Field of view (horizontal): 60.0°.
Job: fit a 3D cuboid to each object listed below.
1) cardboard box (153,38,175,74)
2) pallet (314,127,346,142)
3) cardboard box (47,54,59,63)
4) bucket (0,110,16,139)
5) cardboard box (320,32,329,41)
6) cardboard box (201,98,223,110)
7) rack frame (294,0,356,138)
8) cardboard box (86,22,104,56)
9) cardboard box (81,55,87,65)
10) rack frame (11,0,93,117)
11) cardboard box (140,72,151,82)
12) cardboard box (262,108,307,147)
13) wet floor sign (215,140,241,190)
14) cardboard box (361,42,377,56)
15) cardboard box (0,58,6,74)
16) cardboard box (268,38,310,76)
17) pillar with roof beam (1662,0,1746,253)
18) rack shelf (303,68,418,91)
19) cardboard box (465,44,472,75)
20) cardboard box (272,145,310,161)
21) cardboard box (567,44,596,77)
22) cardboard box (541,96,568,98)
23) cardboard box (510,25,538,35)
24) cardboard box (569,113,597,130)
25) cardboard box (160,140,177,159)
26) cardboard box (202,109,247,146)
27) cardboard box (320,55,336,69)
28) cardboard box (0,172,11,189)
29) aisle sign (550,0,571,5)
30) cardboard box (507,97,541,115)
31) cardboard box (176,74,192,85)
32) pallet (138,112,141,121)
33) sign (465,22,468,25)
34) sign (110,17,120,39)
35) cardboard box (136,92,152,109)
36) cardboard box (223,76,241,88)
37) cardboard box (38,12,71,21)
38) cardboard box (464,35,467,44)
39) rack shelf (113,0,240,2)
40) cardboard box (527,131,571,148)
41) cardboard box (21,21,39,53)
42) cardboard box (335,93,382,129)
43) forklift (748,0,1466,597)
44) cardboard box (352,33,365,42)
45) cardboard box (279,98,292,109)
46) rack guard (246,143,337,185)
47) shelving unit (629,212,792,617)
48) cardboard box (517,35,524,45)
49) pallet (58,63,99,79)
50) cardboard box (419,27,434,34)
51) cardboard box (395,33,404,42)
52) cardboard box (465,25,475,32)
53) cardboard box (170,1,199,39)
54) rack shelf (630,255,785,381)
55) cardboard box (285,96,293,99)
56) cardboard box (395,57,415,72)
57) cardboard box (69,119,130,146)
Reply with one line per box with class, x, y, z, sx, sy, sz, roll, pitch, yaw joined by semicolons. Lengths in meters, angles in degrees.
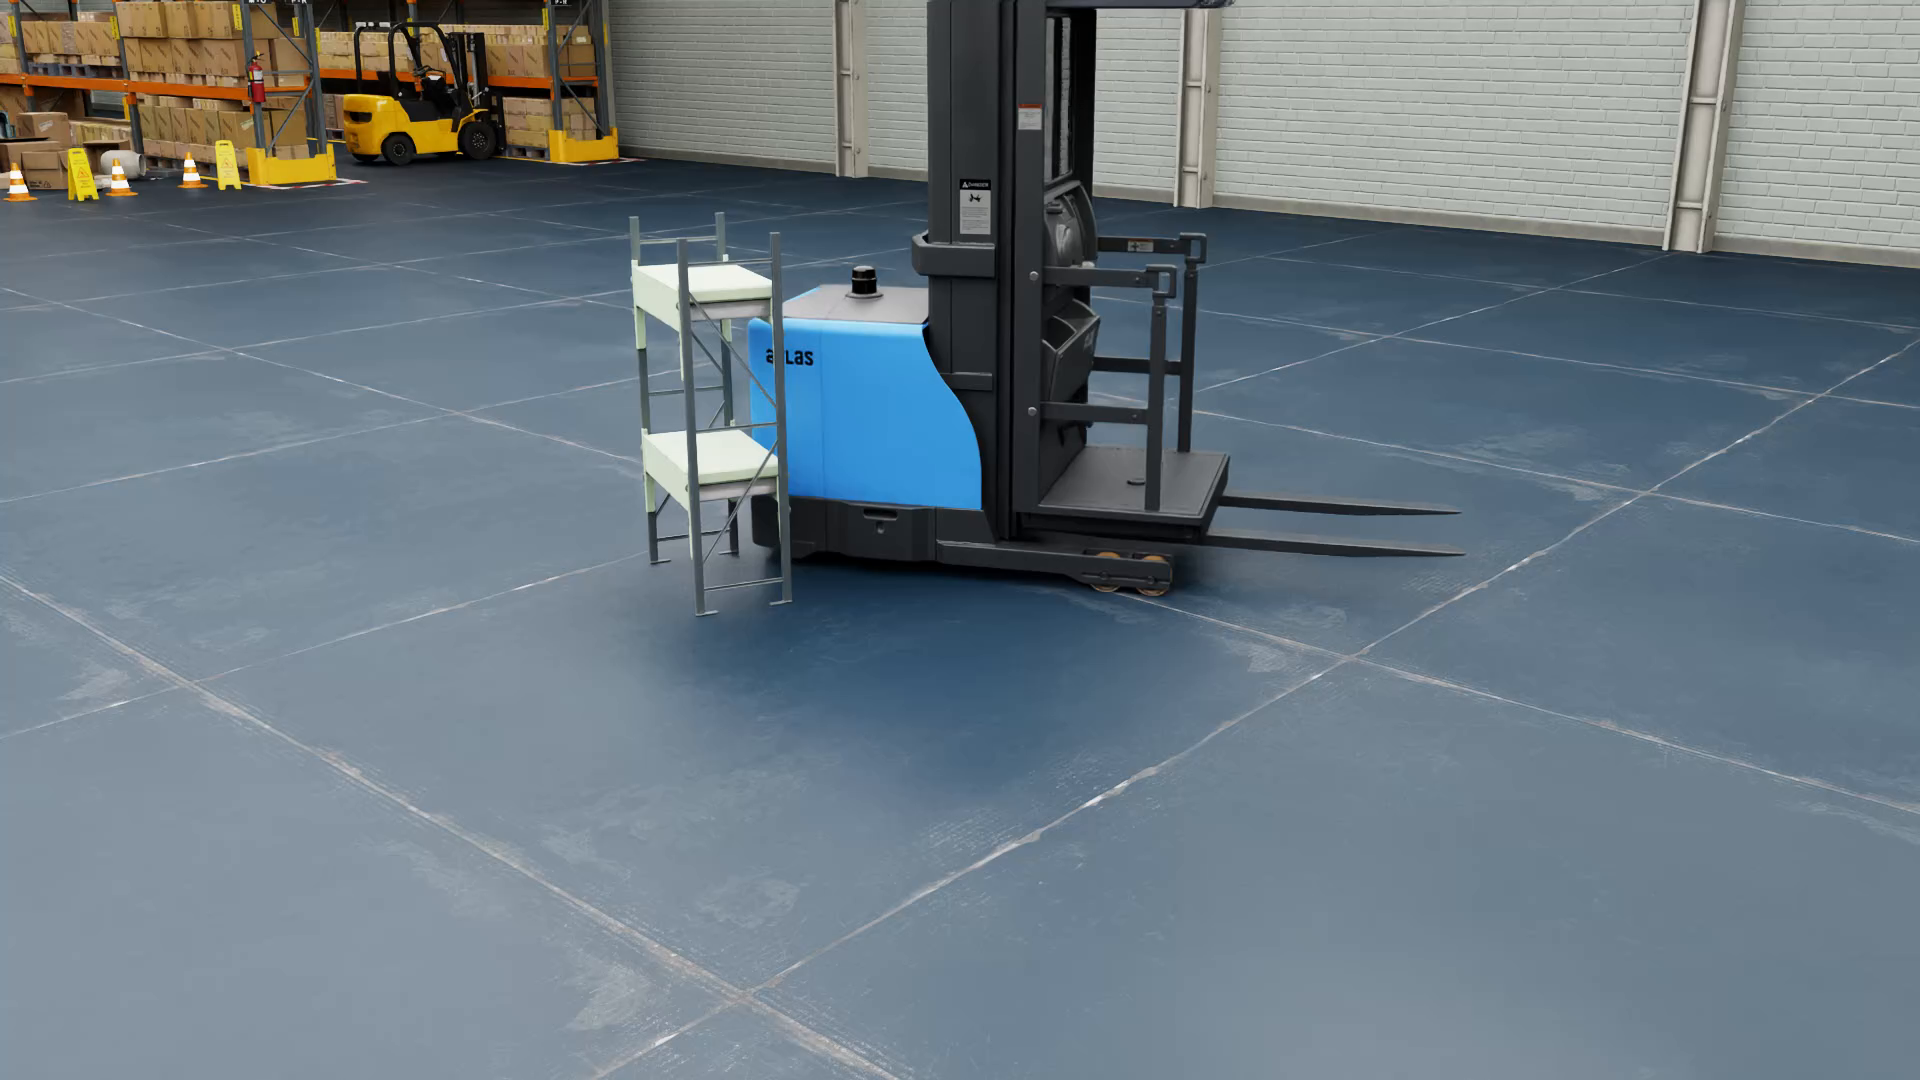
cardboard box;-11.529;-7.167;24.580;0.500;0.500;0.500;15;23;39
pallet;-11.541;-7.752;31.690;1.213;0.211;1.003;15;23;39
cardboard box;-14.748;-7.915;27.315;0.250;0.149;0.380;15;23;40
bucket;-14.009;-5.847;23.975;0.726;0.611;0.620;-9;10;-27
cardboard box;-11.678;-9.383;30.980;0.250;0.149;0.380;16;24;41
cardboard box;-10.717;-6.293;24.022;0.250;0.149;0.380;16;23;40
rack frame;-12.131;-9.256;31.817;0.127;3.000;1.000;15;23;39
cardboard box;-13.301;-7.858;26.063;0.500;0.500;0.500;15;23;40
cardboard box;-13.753;-7.658;26.504;0.250;0.149;0.380;15;23;39
rack frame;-15.423;-8.132;28.276;0.127;3.000;1.000;15;23;39
cardboard box;-12.185;-7.034;25.232;0.250;0.149;0.380;16;24;41
cardboard box;-9.877;-6.002;24.176;0.500;0.500;0.500;14;22;37
wet floor sign;-10.008;-5.123;22.688;0.267;0.644;0.232;-9;20;-27
cardboard box;-10.444;-8.866;30.009;0.500;0.250;0.500;16;23;40
cardboard box;-16.366;-8.202;28.745;0.500;0.250;0.500;16;23;40
cardboard box;-9.610;-6.873;23.652;0.500;0.500;0.500;15;23;38
pillar with roof beam;4.535;-6.264;12.474;0.400;9.000;9.100;15;23;39
rack shelf;-10.635;-8.511;30.660;4.000;0.370;1.077;15;23;39
cardboard box;-8.201;-8.150;28.167;0.500;0.500;0.500;15;23;39
cardboard box;-9.859;-5.640;24.274;0.500;0.250;0.500;15;23;39
cardboard box;-6.334;-7.859;27.252;0.500;0.500;0.500;16;24;41
cardboard box;-6.757;-7.254;27.709;0.500;0.250;0.500;15;23;39
cardboard box;-7.111;-8.328;27.164;0.250;0.149;0.380;15;23;40
cardboard box;-6.361;-6.918;27.478;0.500;0.250;0.500;16;23;40
cardboard box;-11.762;-5.934;25.202;0.500;0.250;0.500;17;24;42
cardboard box;-10.604;-5.978;24.102;0.500;0.500;0.500;16;24;41
cardboard box;-11.588;-8.938;31.063;0.500;0.250;0.500;14;23;38
cardboard box;-13.133;-4.957;22.791;0.396;0.266;0.258;-13;22;-36
aisle sign;-6.293;-8.809;26.111;0.004;0.787;0.394;15;23;39
cardboard box;-7.085;-7.138;27.344;0.500;0.250;0.500;16;23;40
cardboard box;-11.251;-6.770;24.400;0.250;0.149;0.380;15;23;39
pallet;-17.461;-9.357;36.748;1.213;0.211;1.003;15;23;39
sign;-8.772;-9.029;29.540;0.005;0.325;0.100;15;23;39
sign;-12.797;-7.754;25.172;0.005;0.325;0.100;15;23;39
cardboard box;-17.720;-9.728;36.738;0.637;0.503;0.797;14;22;37
cardboard box;-10.124;-6.458;23.418;0.250;0.149;0.380;15;23;39
cardboard box;-15.630;-8.810;28.596;0.500;0.500;0.500;14;22;37
cardboard box;-8.137;-8.422;27.953;0.250;0.149;0.380;14;22;38
rack shelf;-10.935;-8.014;24.135;4.000;0.370;1.077;15;23;39
cardboard box;-6.709;-6.562;27.180;0.500;0.250;0.500;15;23;40
cardboard box;-15.240;-8.379;27.702;0.500;0.500;0.500;14;22;38
cardboard box;-11.180;-8.066;31.300;0.625;0.625;0.875;16;24;41
forklift;0.656;-1.341;6.992;3.031;2.935;1.130;5;18;14
cardboard box;-10.767;-9.113;30.130;0.250;0.149;0.380;14;23;38
cardboard box;-12.957;-8.403;32.570;0.500;0.500;0.500;15;23;38
rack guard;-9.496;-5.349;23.641;0.348;0.500;1.175;15;23;39
shelving unit;-1.024;-0.536;6.821;0.431;1.500;0.755;-8;19;-23
cardboard box;-6.957;-8.123;27.010;0.250;0.149;0.380;16;23;40
pallet;-13.915;-7.652;27.082;1.213;0.211;1.003;15;23;39
cardboard box;-9.098;-8.820;28.715;0.250;0.149;0.380;16;23;40
cardboard box;-9.747;-8.875;29.381;0.250;0.149;0.380;15;23;38
cardboard box;-8.082;-8.579;27.956;0.250;0.149;0.380;15;23;39
cardboard box;-10.790;-7.427;23.746;0.500;0.500;0.700;15;23;39
rack shelf;-1.024;-0.908;6.703;0.431;0.370;0.720;-8;19;-23
cardboard box;-12.893;-8.663;32.316;0.250;0.149;0.380;14;22;36
cardboard box;-9.690;-8.423;29.441;0.500;0.250;0.500;16;23;40
cardboard box;-14.450;-6.817;27.784;0.625;0.372;0.950;14;23;38
